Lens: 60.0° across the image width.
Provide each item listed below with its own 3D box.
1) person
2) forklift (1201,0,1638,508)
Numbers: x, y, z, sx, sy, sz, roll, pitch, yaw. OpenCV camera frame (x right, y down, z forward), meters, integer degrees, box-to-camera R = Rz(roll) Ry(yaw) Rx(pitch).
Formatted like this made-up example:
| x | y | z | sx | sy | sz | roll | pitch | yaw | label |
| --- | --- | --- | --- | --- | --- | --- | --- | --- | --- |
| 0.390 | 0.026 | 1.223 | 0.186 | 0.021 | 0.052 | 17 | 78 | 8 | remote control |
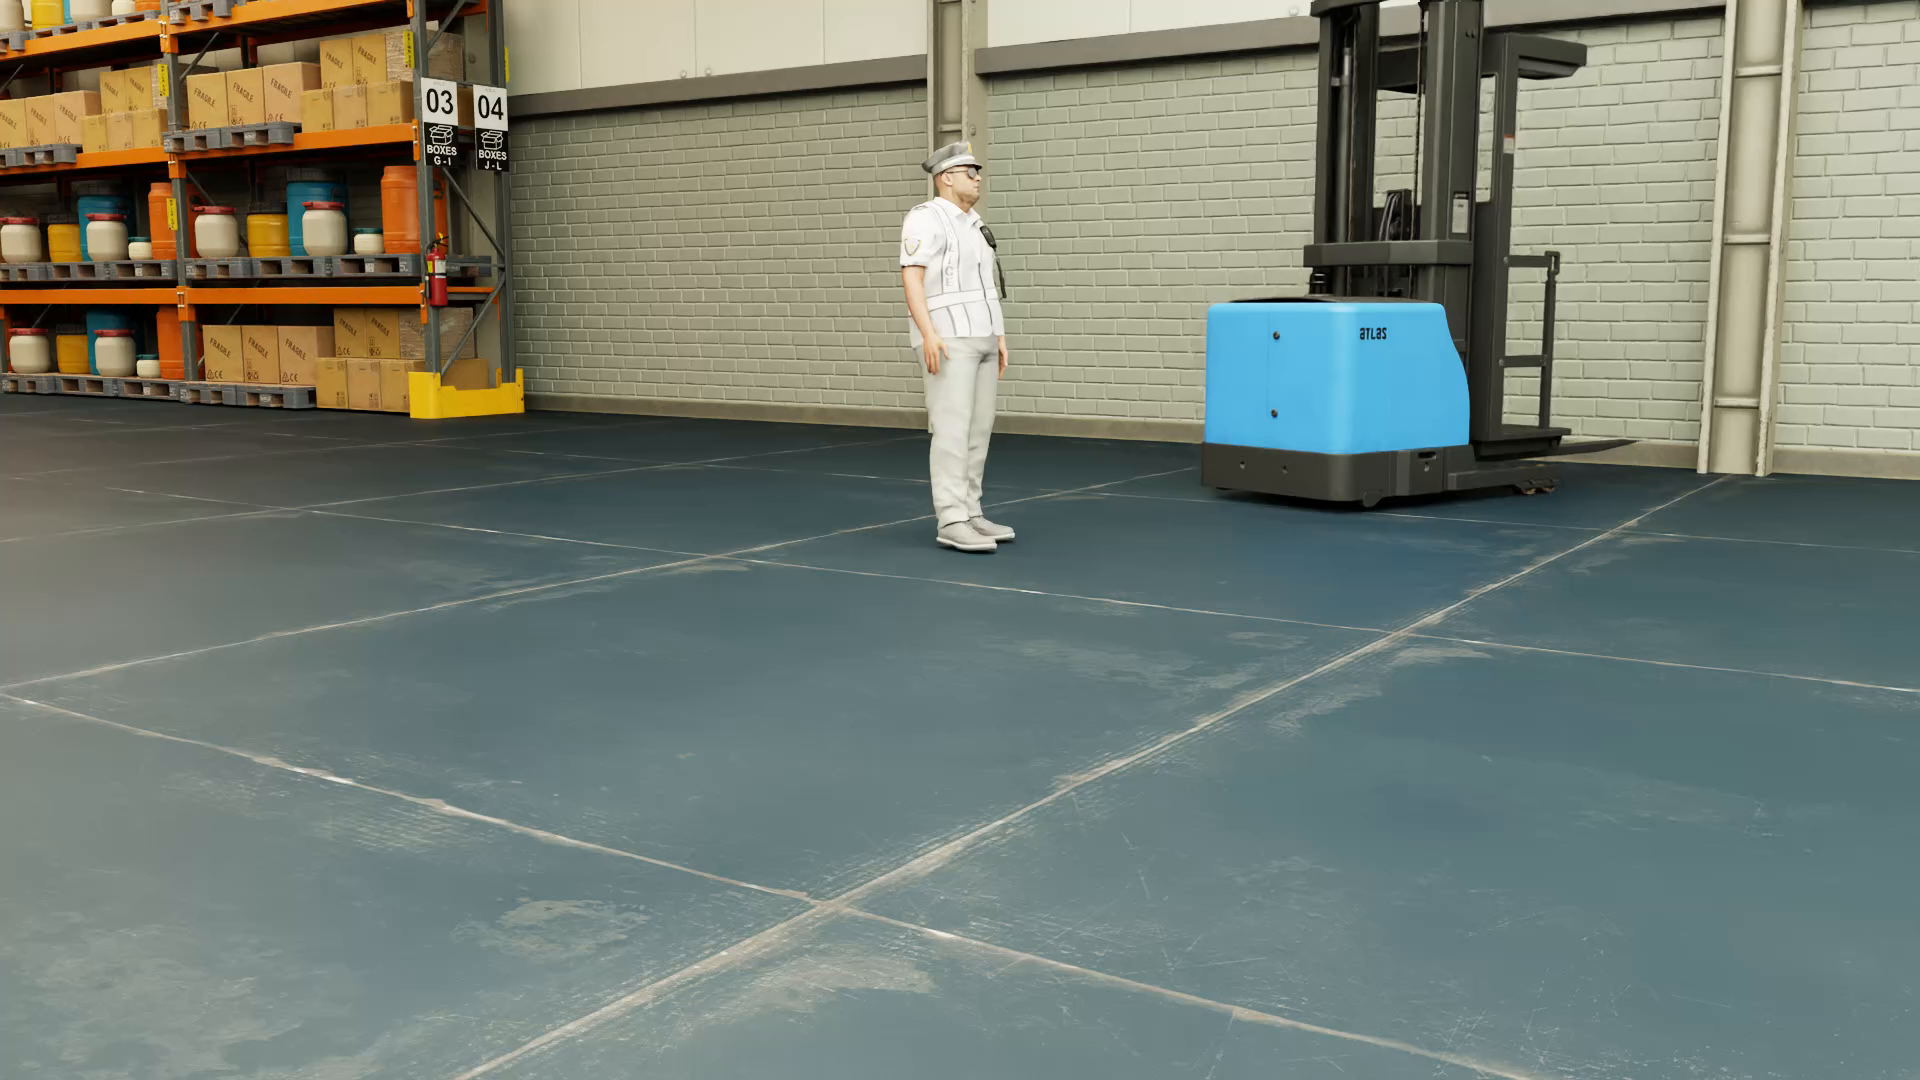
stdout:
| x | y | z | sx | sy | sz | roll | pitch | yaw | label |
| --- | --- | --- | --- | --- | --- | --- | --- | --- | --- |
| 0.059 | -0.883 | 7.425 | 0.574 | 1.781 | 0.641 | 5 | 10 | 34 | person |
| 2.821 | -1.758 | 9.559 | 3.031 | 2.935 | 1.130 | -6 | 10 | -37 | forklift |
